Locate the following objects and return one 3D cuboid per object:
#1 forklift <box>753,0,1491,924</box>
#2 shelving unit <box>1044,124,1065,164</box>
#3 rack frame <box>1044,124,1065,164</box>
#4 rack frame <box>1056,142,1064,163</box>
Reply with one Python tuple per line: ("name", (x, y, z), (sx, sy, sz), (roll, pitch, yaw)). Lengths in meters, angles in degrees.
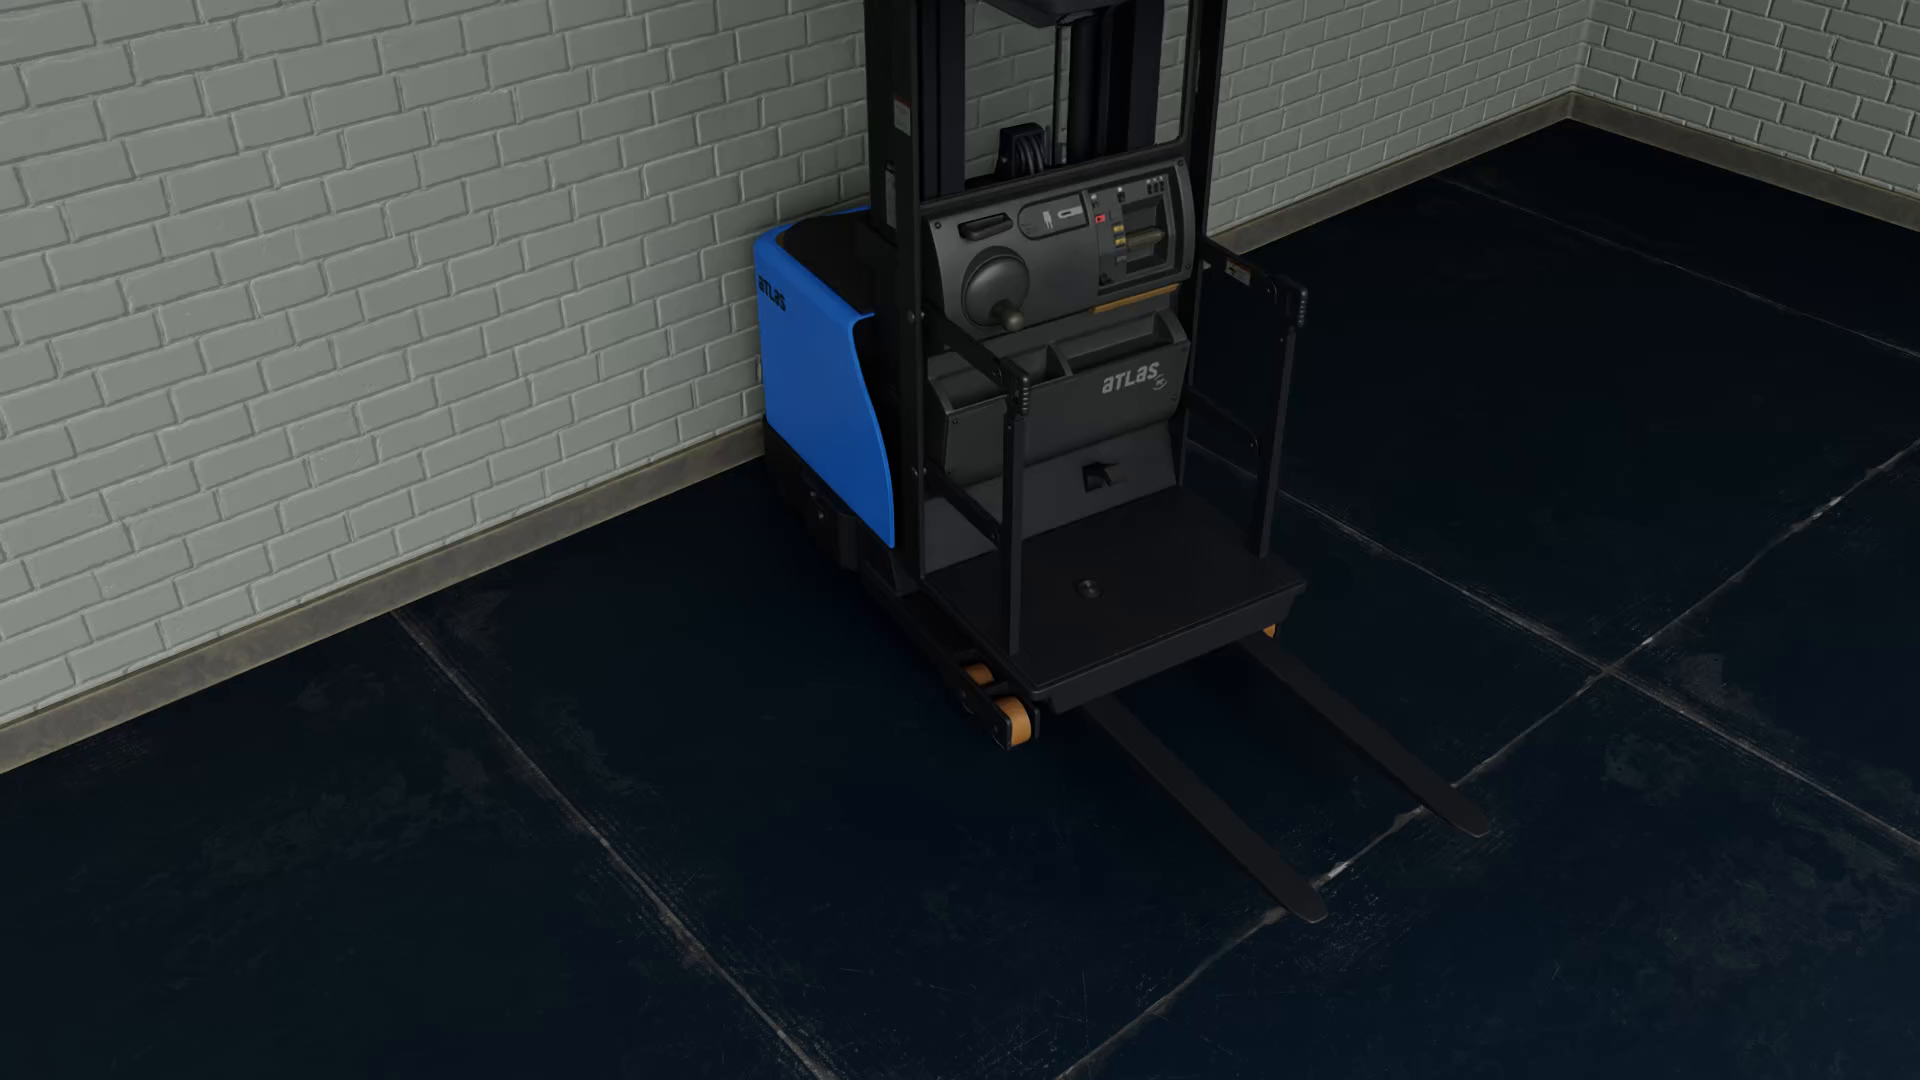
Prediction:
("forklift", (0.436, -0.841, 4.902), (1.130, 2.935, 3.031), (-19, 40, -25))
("shelving unit", (0.465, -1.080, 6.737), (0.258, 1.200, 0.189), (-7, 36, -9))
("rack frame", (0.448, -1.132, 6.810), (0.240, 1.200, 0.006), (-7, 36, -9))
("rack frame", (0.483, -1.028, 6.664), (0.240, 1.200, 0.006), (-7, 36, -9))
